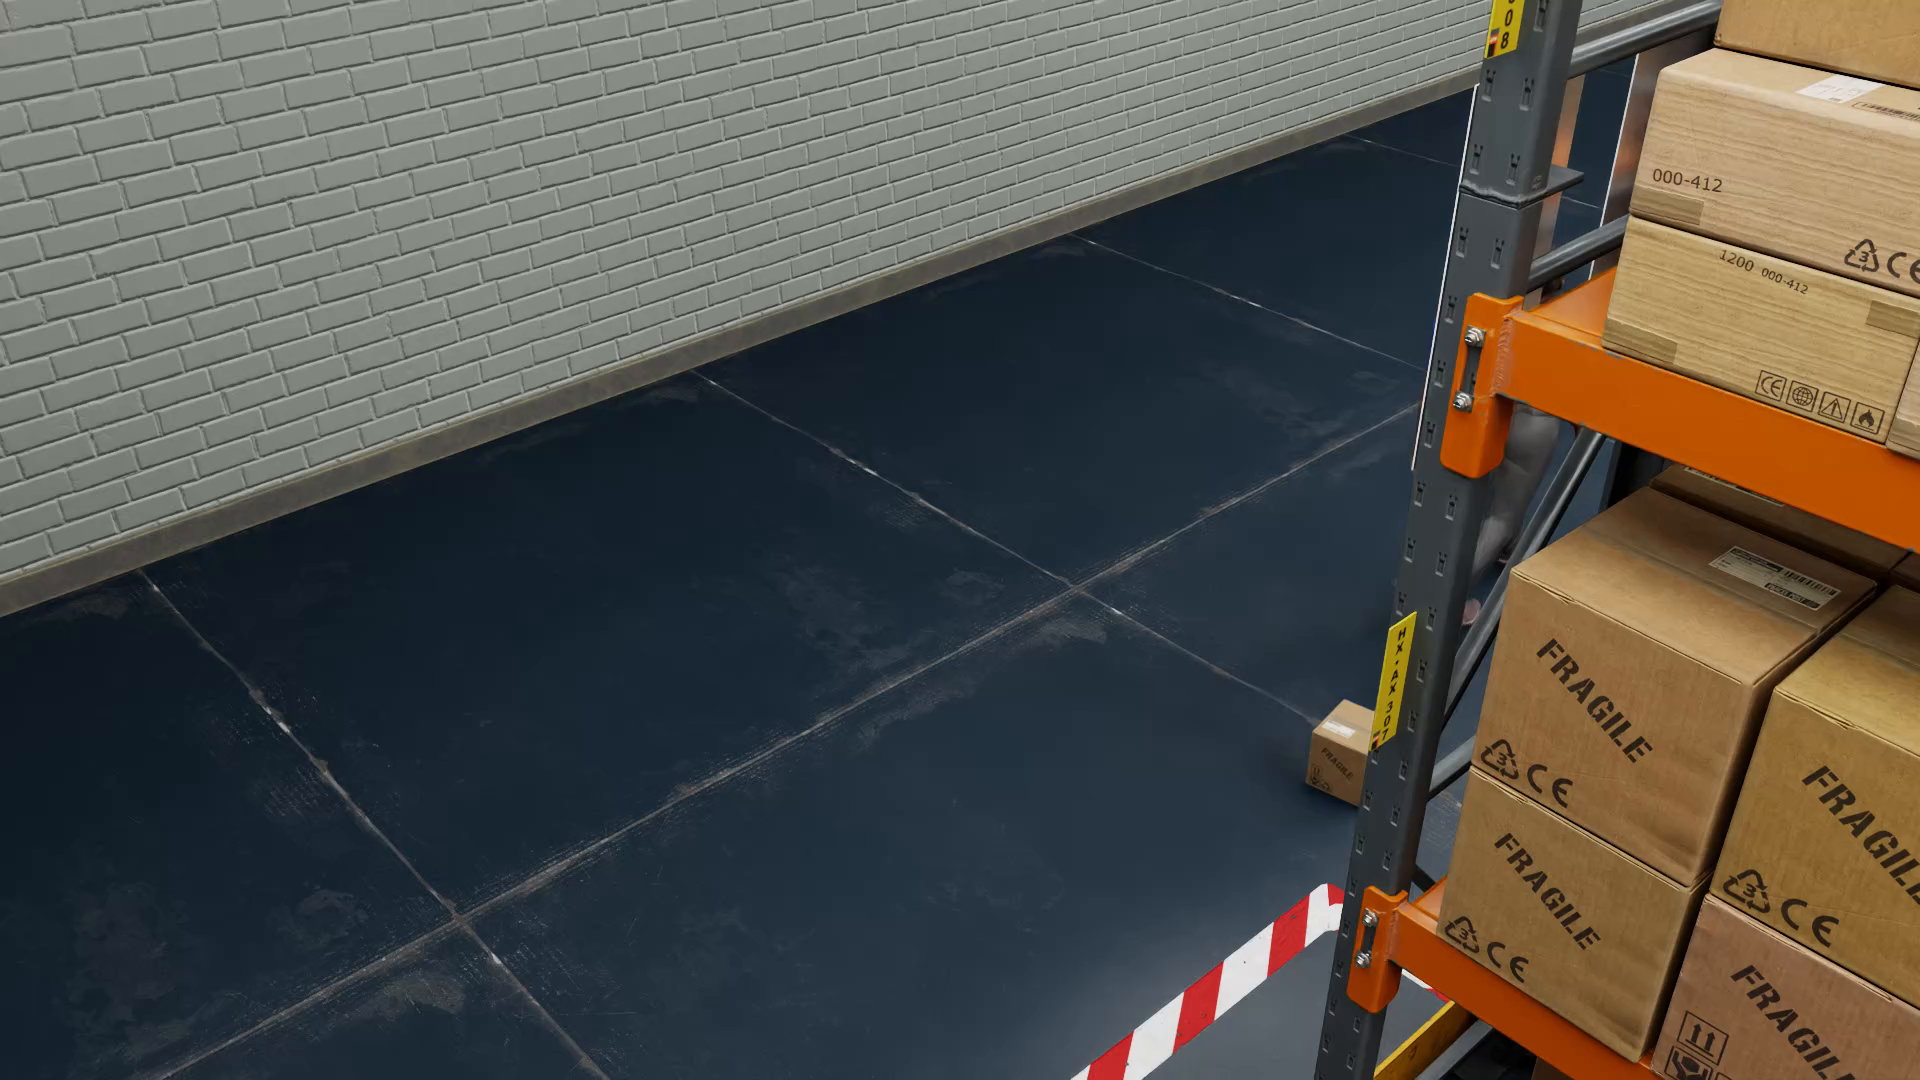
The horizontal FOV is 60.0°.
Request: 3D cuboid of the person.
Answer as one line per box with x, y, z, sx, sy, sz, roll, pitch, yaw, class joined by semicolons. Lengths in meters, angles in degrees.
2.306;-0.465;6.875;1.005;1.599;0.429;-20;37;-29;person
